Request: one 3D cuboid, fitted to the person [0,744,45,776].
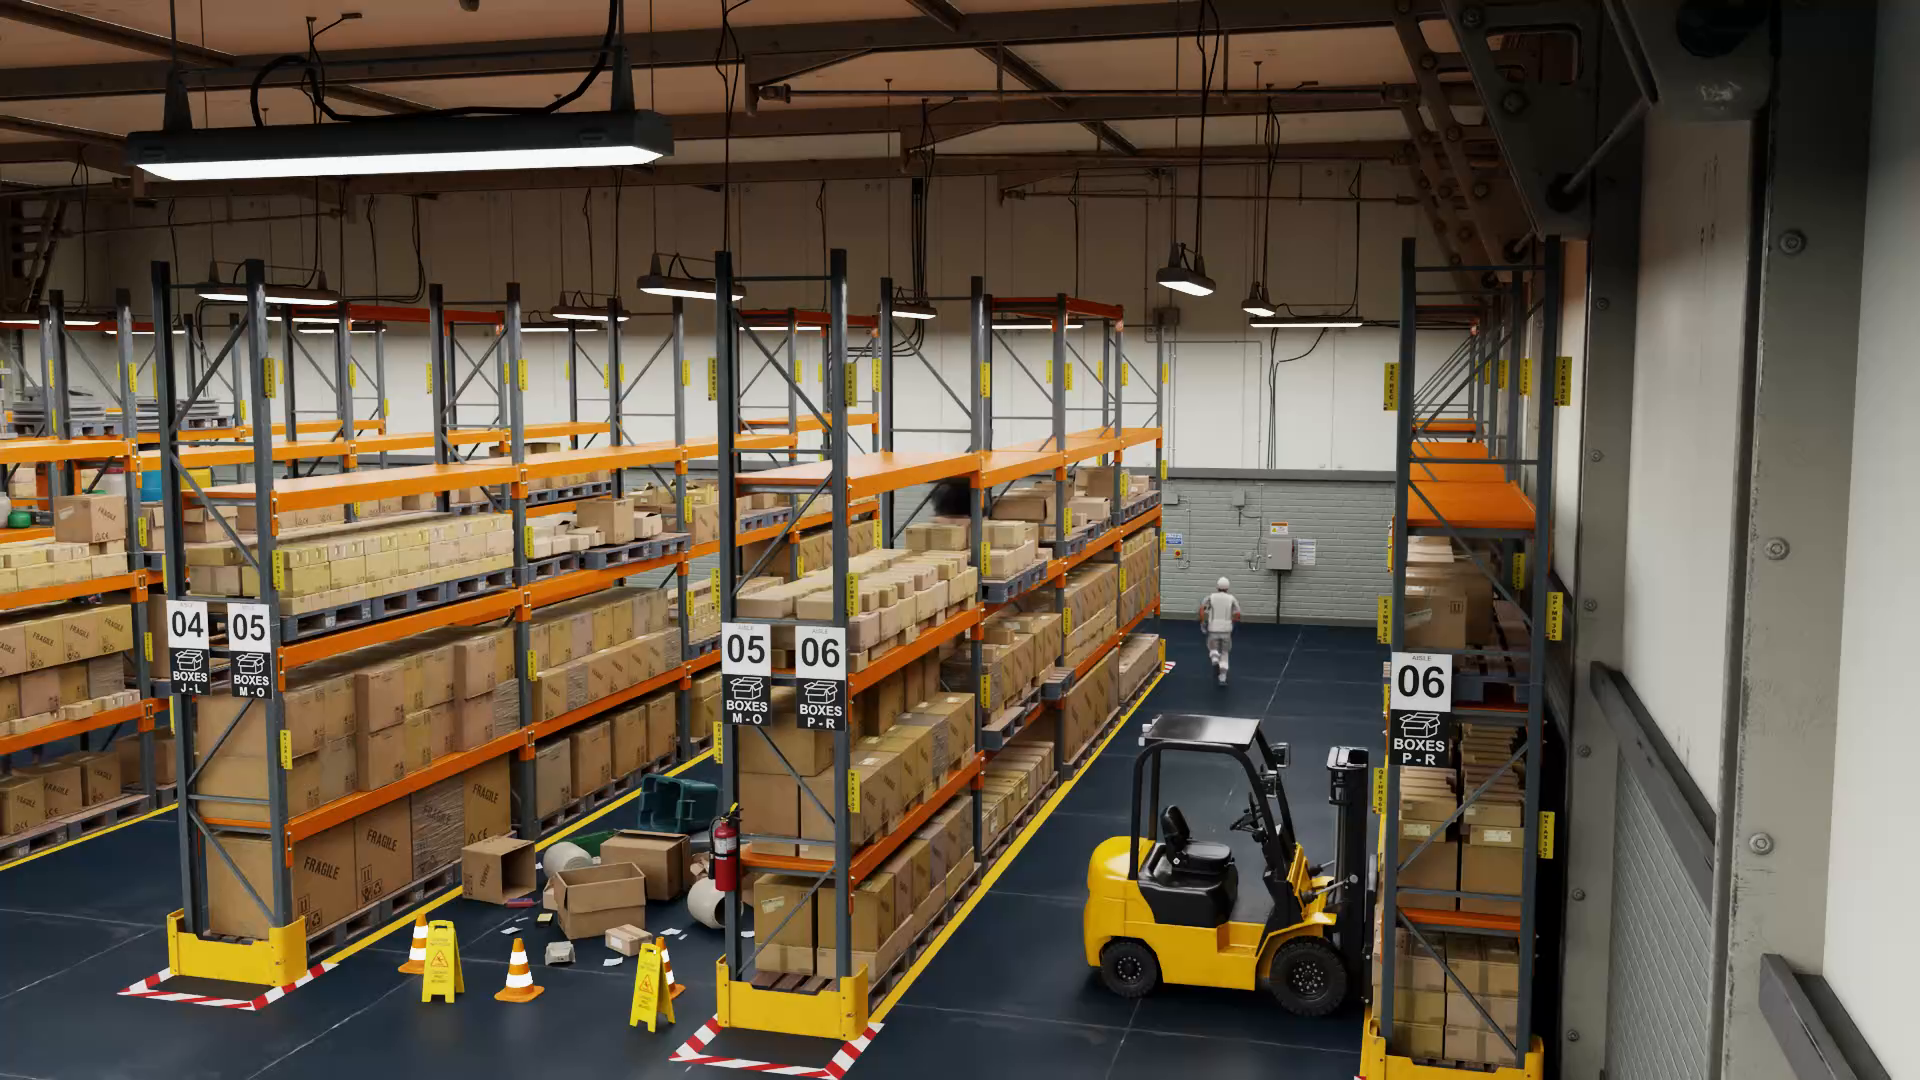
[{"bbox_3d":[-11.912,2.130,21.055,0.553,1.713,0.799,1,6,9],"label":"person"}]

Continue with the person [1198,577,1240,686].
[{"bbox_3d":[4.192,1.463,26.853,0.662,1.746,0.651,1,6,12],"label":"person"}]

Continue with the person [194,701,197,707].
[{"bbox_3d":[-10.518,1.939,22.842,0.546,1.724,0.717,2,6,15],"label":"person"}]
